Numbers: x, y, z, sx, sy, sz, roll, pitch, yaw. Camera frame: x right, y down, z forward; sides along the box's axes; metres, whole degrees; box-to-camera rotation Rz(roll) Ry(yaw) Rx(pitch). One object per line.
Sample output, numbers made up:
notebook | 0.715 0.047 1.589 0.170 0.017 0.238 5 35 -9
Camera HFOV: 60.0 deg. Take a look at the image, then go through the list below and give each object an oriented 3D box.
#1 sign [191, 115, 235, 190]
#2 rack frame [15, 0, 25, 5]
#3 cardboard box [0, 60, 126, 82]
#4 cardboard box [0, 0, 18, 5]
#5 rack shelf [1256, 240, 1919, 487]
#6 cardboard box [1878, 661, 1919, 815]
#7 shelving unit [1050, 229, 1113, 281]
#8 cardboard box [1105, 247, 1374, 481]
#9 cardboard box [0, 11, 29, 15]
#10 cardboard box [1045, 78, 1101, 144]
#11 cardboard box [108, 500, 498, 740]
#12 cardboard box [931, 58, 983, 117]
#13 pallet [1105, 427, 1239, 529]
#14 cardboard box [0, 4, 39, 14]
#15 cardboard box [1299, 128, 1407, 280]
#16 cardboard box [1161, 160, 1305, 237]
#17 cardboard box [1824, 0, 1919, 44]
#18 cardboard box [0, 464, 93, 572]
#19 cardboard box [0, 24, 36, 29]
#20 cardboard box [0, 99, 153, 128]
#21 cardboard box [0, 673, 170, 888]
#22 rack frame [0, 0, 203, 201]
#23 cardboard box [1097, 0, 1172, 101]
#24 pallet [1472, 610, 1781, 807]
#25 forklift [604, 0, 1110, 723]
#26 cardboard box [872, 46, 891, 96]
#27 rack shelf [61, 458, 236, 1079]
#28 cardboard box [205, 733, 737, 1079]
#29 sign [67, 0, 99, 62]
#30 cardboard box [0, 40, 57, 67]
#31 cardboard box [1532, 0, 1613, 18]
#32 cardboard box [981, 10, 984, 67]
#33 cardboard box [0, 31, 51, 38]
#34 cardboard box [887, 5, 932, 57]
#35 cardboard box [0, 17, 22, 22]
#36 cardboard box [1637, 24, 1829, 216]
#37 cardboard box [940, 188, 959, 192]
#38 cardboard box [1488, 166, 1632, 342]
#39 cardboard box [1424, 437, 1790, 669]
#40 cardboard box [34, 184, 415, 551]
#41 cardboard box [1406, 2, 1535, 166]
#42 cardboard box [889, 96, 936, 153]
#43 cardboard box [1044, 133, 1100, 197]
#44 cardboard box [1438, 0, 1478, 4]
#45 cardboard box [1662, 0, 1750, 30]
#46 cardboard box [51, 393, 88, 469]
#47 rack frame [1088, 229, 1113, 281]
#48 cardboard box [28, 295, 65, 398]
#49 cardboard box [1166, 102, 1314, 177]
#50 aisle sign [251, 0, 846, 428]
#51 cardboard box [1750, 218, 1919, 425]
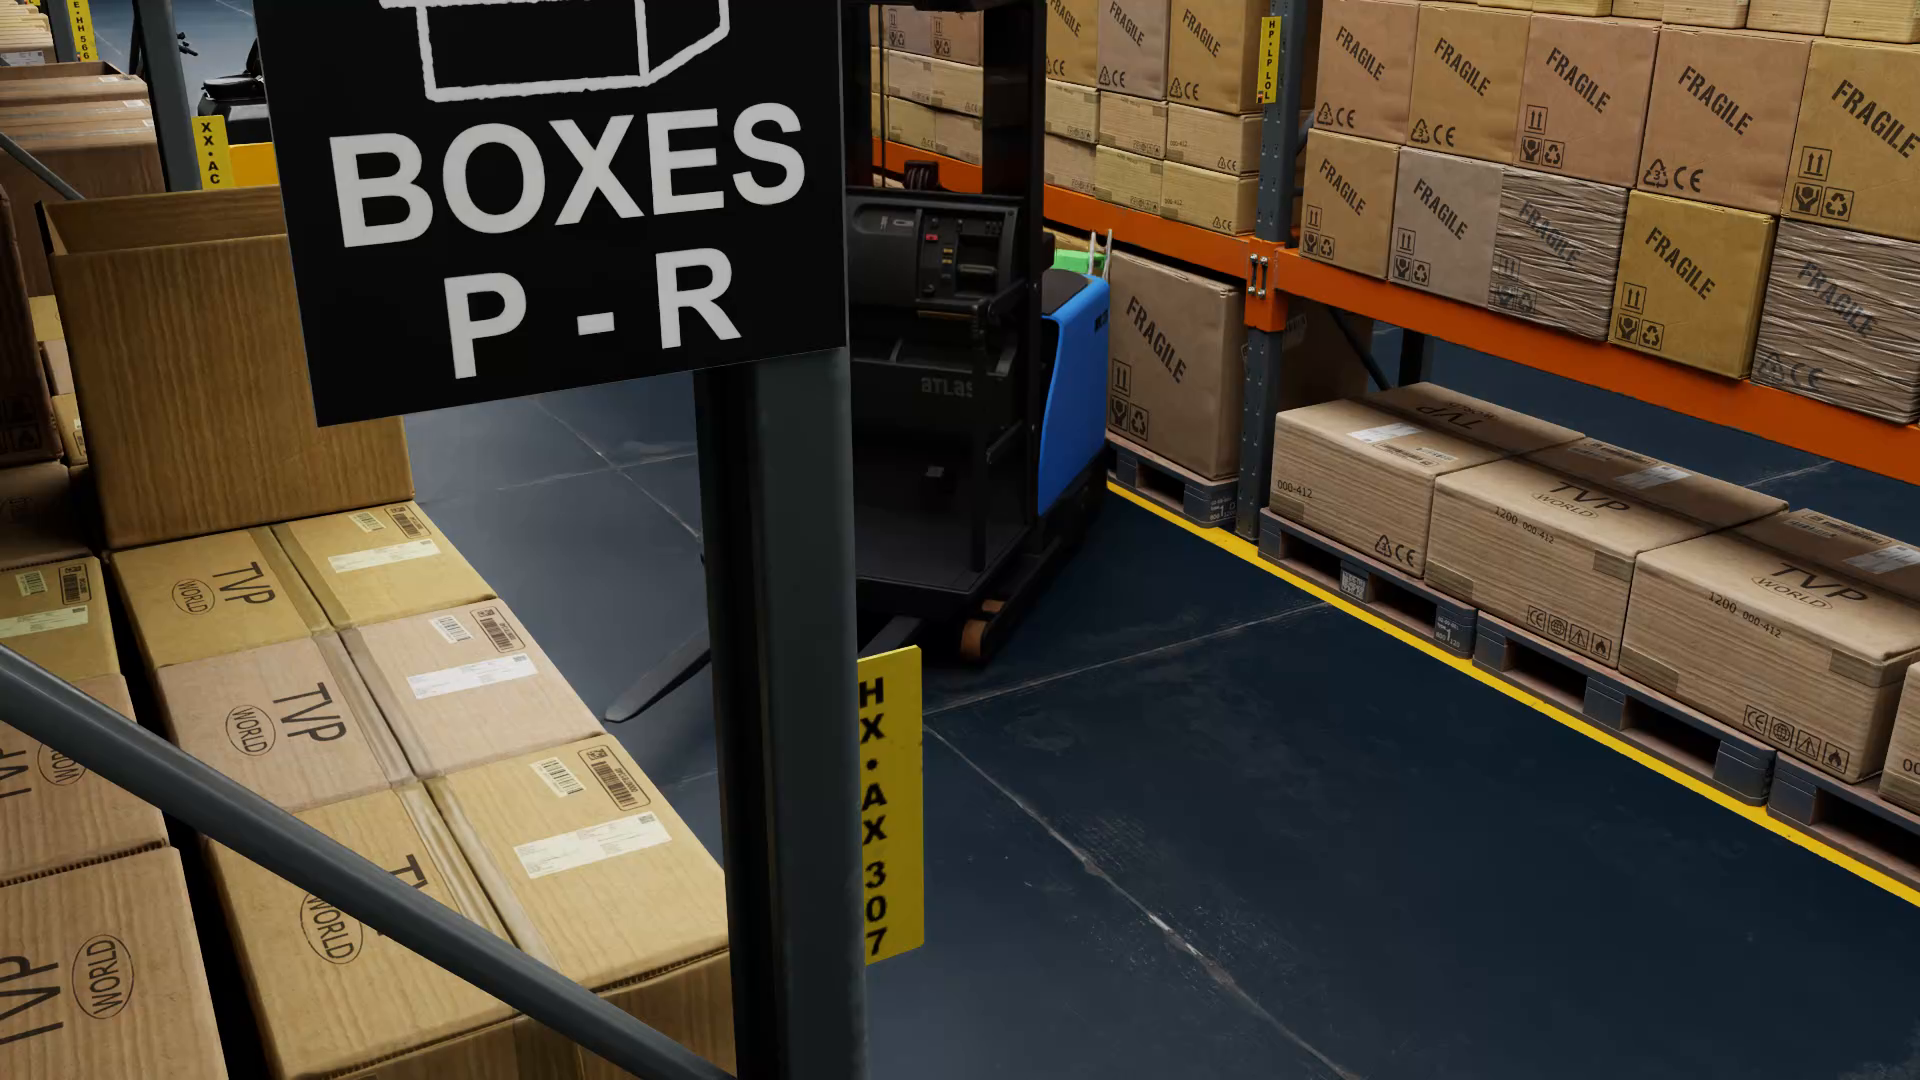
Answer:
sign | -2.126 -1.042 4.741 0.100 0.325 0.005 -13 25 -28
rack frame | -6.676 -3.123 11.012 1.000 3.000 0.127 -13 25 -28
cardboard box | -3.639 -1.578 6.515 0.797 0.503 0.637 -13 26 -29
cardboard box | -6.163 -3.322 10.507 0.380 0.149 0.250 -13 26 -29
rack shelf | 2.698 -0.509 5.535 1.077 0.370 4.000 -13 25 -28
cardboard box | 3.297 0.603 4.689 0.875 0.438 0.875 -14 26 -30
shelving unit | 0.383 -0.876 7.825 0.503 1.200 0.258 11 17 22
cardboard box | 1.291 -0.885 7.770 0.875 0.875 0.875 -12 25 -27
cardboard box | -5.632 -2.994 9.700 0.380 0.149 0.250 -12 25 -28
cardboard box | 0.711 -2.075 7.967 0.500 0.250 0.500 -12 25 -27
cardboard box | -1.065 0.168 2.720 0.500 0.250 0.500 -13 26 -29
cardboard box | 0.187 -2.404 8.777 0.500 0.250 0.500 -13 25 -28
pallet | 1.217 -0.433 8.097 1.003 0.211 1.213 -13 25 -28
cardboard box | -5.835 -3.173 10.141 0.380 0.149 0.250 -13 26 -30
cardboard box | 1.691 -1.334 6.476 0.500 0.500 0.500 -12 25 -27
cardboard box | 1.231 -1.517 7.259 0.500 0.250 0.500 -13 26 -29
cardboard box | 2.665 -1.485 4.659 0.380 0.149 0.250 -12 25 -27
cardboard box | -1.787 0.097 2.892 0.500 0.250 0.500 -13 25 -28
cardboard box | -5.131 -2.657 8.871 0.380 0.149 0.250 -12 25 -28
cardboard box | -2.908 -1.142 5.446 0.700 0.500 0.500 -12 25 -28
cardboard box | -1.271 0.428 2.079 0.500 0.250 0.500 -13 25 -28
rack frame | -2.589 -0.534 4.641 1.000 3.000 0.127 -13 25 -28
cardboard box | 0.962 -2.262 7.431 0.500 0.500 0.500 -12 25 -27
pallet | 2.625 0.459 5.902 1.003 0.211 1.213 -13 25 -28
forklift | -0.307 -1.072 6.056 1.130 2.935 3.031 8 23 18
cardboard box | -0.320 -2.735 9.592 0.500 0.250 0.500 -13 25 -29
rack shelf | -1.567 0.447 3.183 1.077 0.370 4.000 -13 25 -28
cardboard box | -0.546 0.494 1.916 0.500 0.250 0.500 -12 25 -28
sign | -4.171 -2.436 7.888 0.100 0.325 0.005 -13 25 -28
cardboard box | -4.542 -2.335 8.079 0.380 0.149 0.250 -12 25 -27
cardboard box | 2.111 -1.809 5.457 0.380 0.149 0.250 -13 26 -30
cardboard box | 0.442 -2.594 8.249 0.500 0.500 0.500 -12 25 -27
cardboard box | -4.833 -2.500 8.483 0.380 0.149 0.250 -12 25 -27
cardboard box | -0.064 -2.929 9.072 0.500 0.500 0.500 -12 25 -28
cardboard box | -5.426 -2.817 9.263 0.380 0.149 0.250 -13 25 -28
cardboard box | 2.471 -1.302 5.070 0.500 0.500 0.500 -13 25 -29
cardboard box | 0.367 -1.466 9.198 0.875 0.875 0.875 -12 25 -28
cardboard box | 2.193 -1.008 5.674 0.500 0.500 0.500 -12 25 -28
cardboard box | 2.363 0.016 6.133 0.875 0.438 0.875 -13 26 -30
cardboard box | -1.312 -0.339 2.969 0.500 0.500 0.500 -12 25 -27
cardboard box | 1.964 -1.634 5.887 0.500 0.500 0.500 -13 25 -29
cardboard box | -0.056 -2.345 9.297 0.500 0.250 0.500 -13 26 -30
cardboard box | 0.730 -1.849 8.076 0.500 0.250 0.500 -13 26 -30
cardboard box | 1.926 -1.993 5.909 0.380 0.149 0.250 -13 25 -29
cardboard box | 2.376 -1.651 5.067 0.380 0.149 0.250 -13 25 -28
cardboard box | -1.607 -0.161 3.527 0.500 0.250 0.500 -13 25 -29
rack frame | 0.604 -0.833 7.732 0.015 1.200 0.240 11 17 22
cardboard box | -2.119 -0.484 4.323 0.500 0.250 0.500 -12 25 -27
cardboard box | 1.242 -1.748 7.163 0.500 0.250 0.500 -13 25 -28
aisle sign | -0.258 -0.478 1.050 0.394 0.787 0.004 -13 25 -28
cardboard box | 2.731 -0.676 4.859 0.500 0.500 0.500 -12 25 -27
